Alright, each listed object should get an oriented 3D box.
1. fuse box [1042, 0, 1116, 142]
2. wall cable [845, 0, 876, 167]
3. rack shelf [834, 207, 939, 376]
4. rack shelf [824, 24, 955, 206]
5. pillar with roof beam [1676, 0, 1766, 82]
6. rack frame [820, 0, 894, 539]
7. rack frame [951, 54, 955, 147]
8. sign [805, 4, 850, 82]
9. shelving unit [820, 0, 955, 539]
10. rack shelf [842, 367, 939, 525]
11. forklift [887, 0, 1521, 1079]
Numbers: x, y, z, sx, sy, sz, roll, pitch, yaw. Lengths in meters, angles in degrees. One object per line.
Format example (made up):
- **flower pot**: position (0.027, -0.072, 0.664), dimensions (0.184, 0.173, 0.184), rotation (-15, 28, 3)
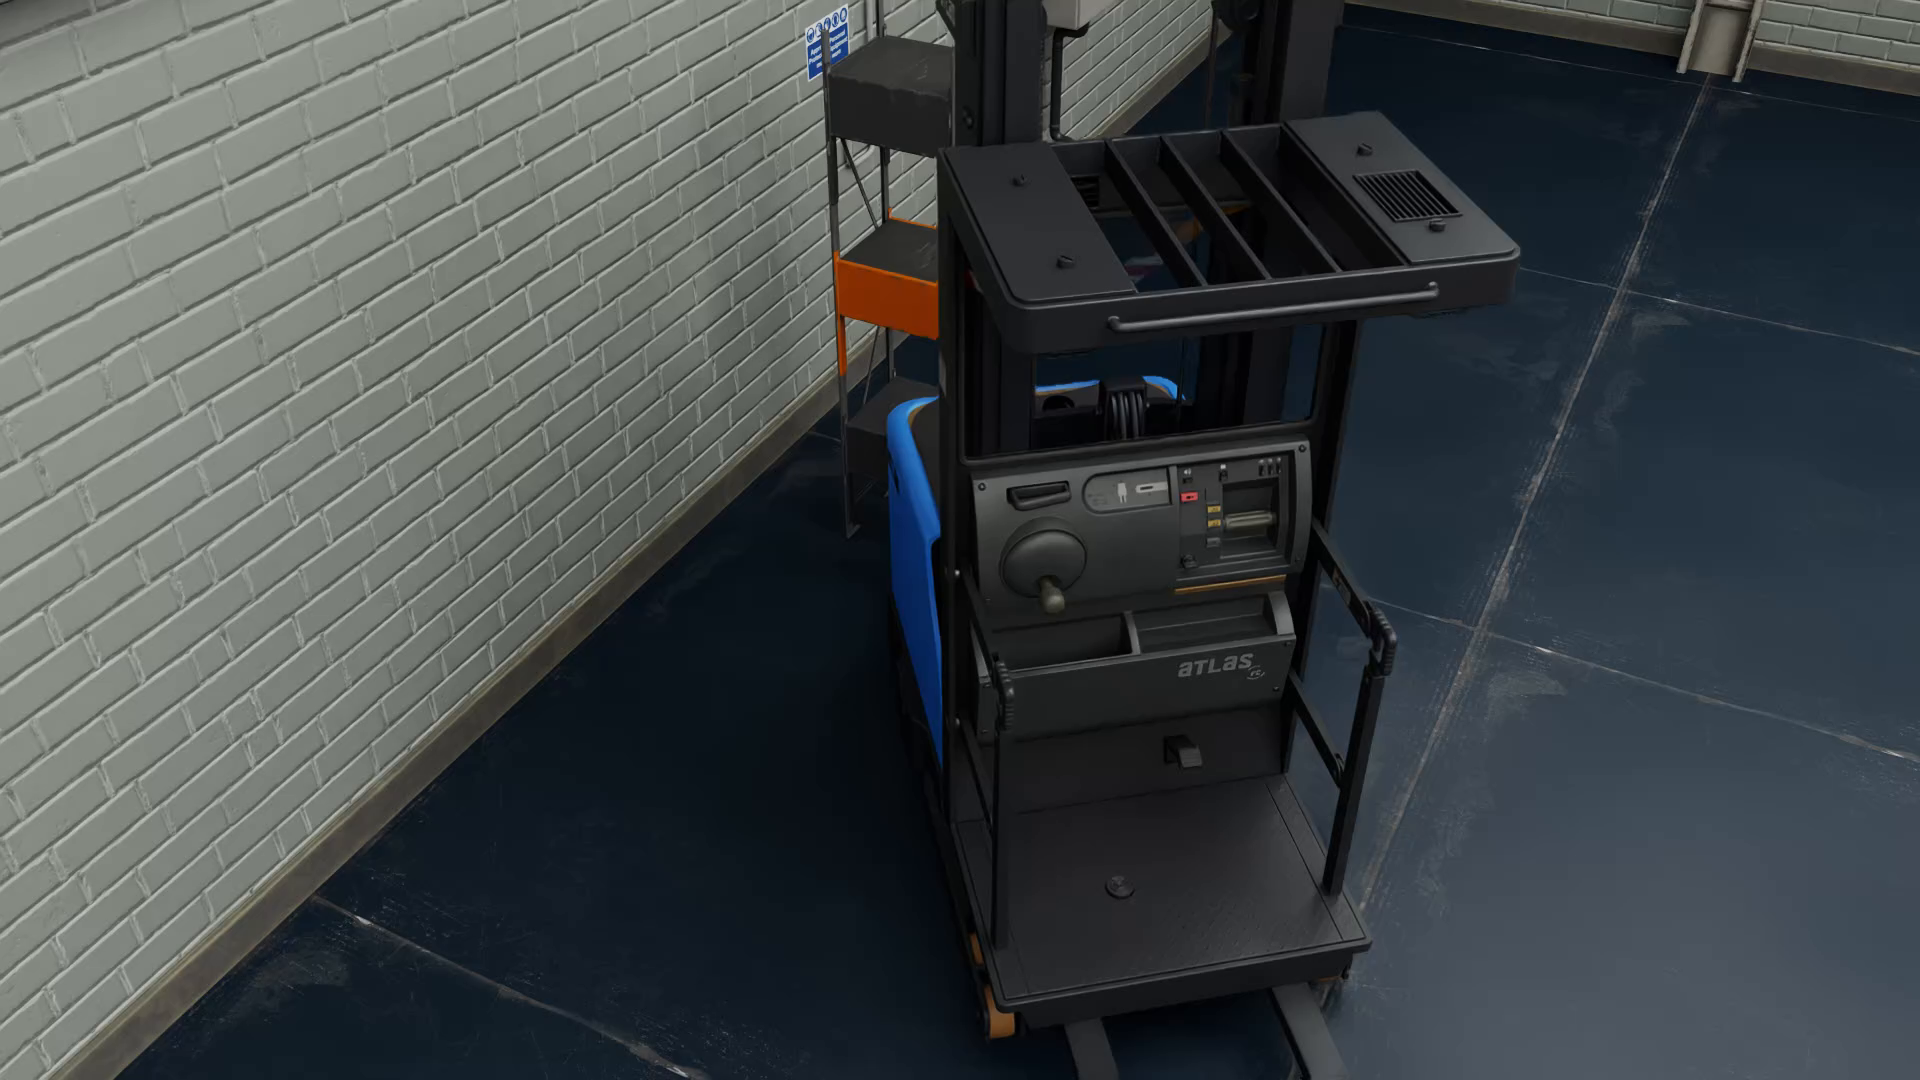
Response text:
- **fuse box**: position (0.642, -2.474, 8.594), dimensions (0.414, 1.711, 0.539), rotation (17, 41, 21)
- **wall cable**: position (-0.453, -2.317, 6.455), dimensions (0.123, 1.953, 0.585), rotation (17, 41, 21)
- **rack shelf**: position (-0.147, -0.872, 6.184), dimensions (0.480, 0.518, 0.431), rotation (17, 41, 21)
- **rack shelf**: position (-0.147, -1.429, 5.761), dimensions (0.480, 0.518, 0.431), rotation (17, 41, 21)
- **pillar with roof beam**: position (2.884, -4.322, 5.001), dimensions (0.400, 9.000, 9.100), rotation (17, 41, 21)
- **rack frame**: position (-0.364, -0.950, 6.265), dimensions (0.015, 2.100, 0.400), rotation (17, 41, 21)
- **rack frame**: position (0.070, -0.815, 6.086), dimensions (0.015, 2.100, 0.400), rotation (17, 41, 21)
- **sign**: position (-0.530, -1.998, 6.678), dimensions (0.001, 0.218, 0.327), rotation (17, 41, 21)
- **shelving unit**: position (-0.147, -0.882, 6.176), dimensions (0.503, 2.100, 0.431), rotation (17, 41, 21)
- **rack shelf**: position (-0.147, -0.314, 6.607), dimensions (0.480, 0.518, 0.431), rotation (17, 41, 21)
- **forklift**: position (0.539, 0.031, 4.284), dimensions (1.130, 2.935, 3.031), rotation (-7, 38, -9)
